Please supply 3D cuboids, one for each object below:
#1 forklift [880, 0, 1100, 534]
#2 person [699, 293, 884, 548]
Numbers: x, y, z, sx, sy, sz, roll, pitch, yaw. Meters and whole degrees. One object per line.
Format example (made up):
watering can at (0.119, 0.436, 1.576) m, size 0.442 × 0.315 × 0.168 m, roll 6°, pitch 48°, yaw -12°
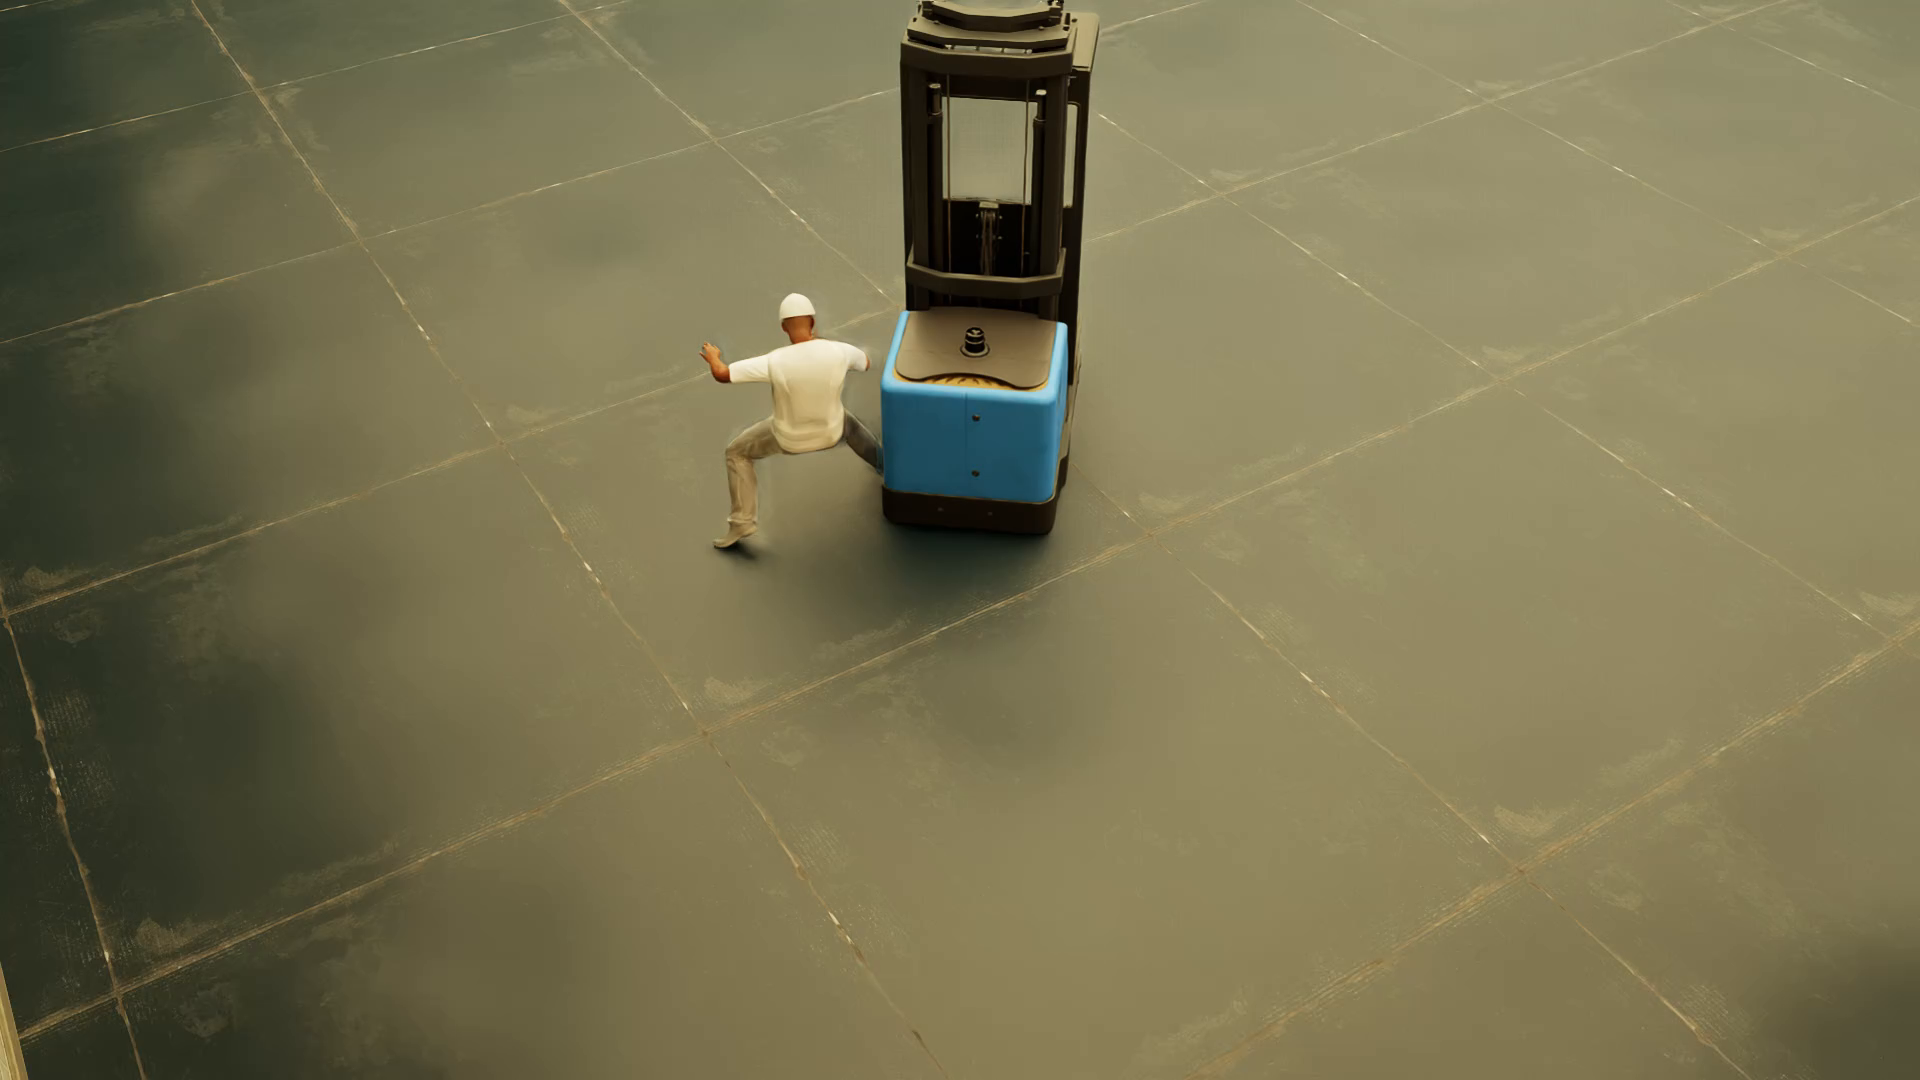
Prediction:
forklift at (0.234, -2.109, 10.284) m, size 1.130 × 2.935 × 3.031 m, roll 5°, pitch 41°, yaw 6°
person at (-0.975, -0.814, 9.880) m, size 1.245 × 1.559 × 0.733 m, roll -12°, pitch 43°, yaw -13°
